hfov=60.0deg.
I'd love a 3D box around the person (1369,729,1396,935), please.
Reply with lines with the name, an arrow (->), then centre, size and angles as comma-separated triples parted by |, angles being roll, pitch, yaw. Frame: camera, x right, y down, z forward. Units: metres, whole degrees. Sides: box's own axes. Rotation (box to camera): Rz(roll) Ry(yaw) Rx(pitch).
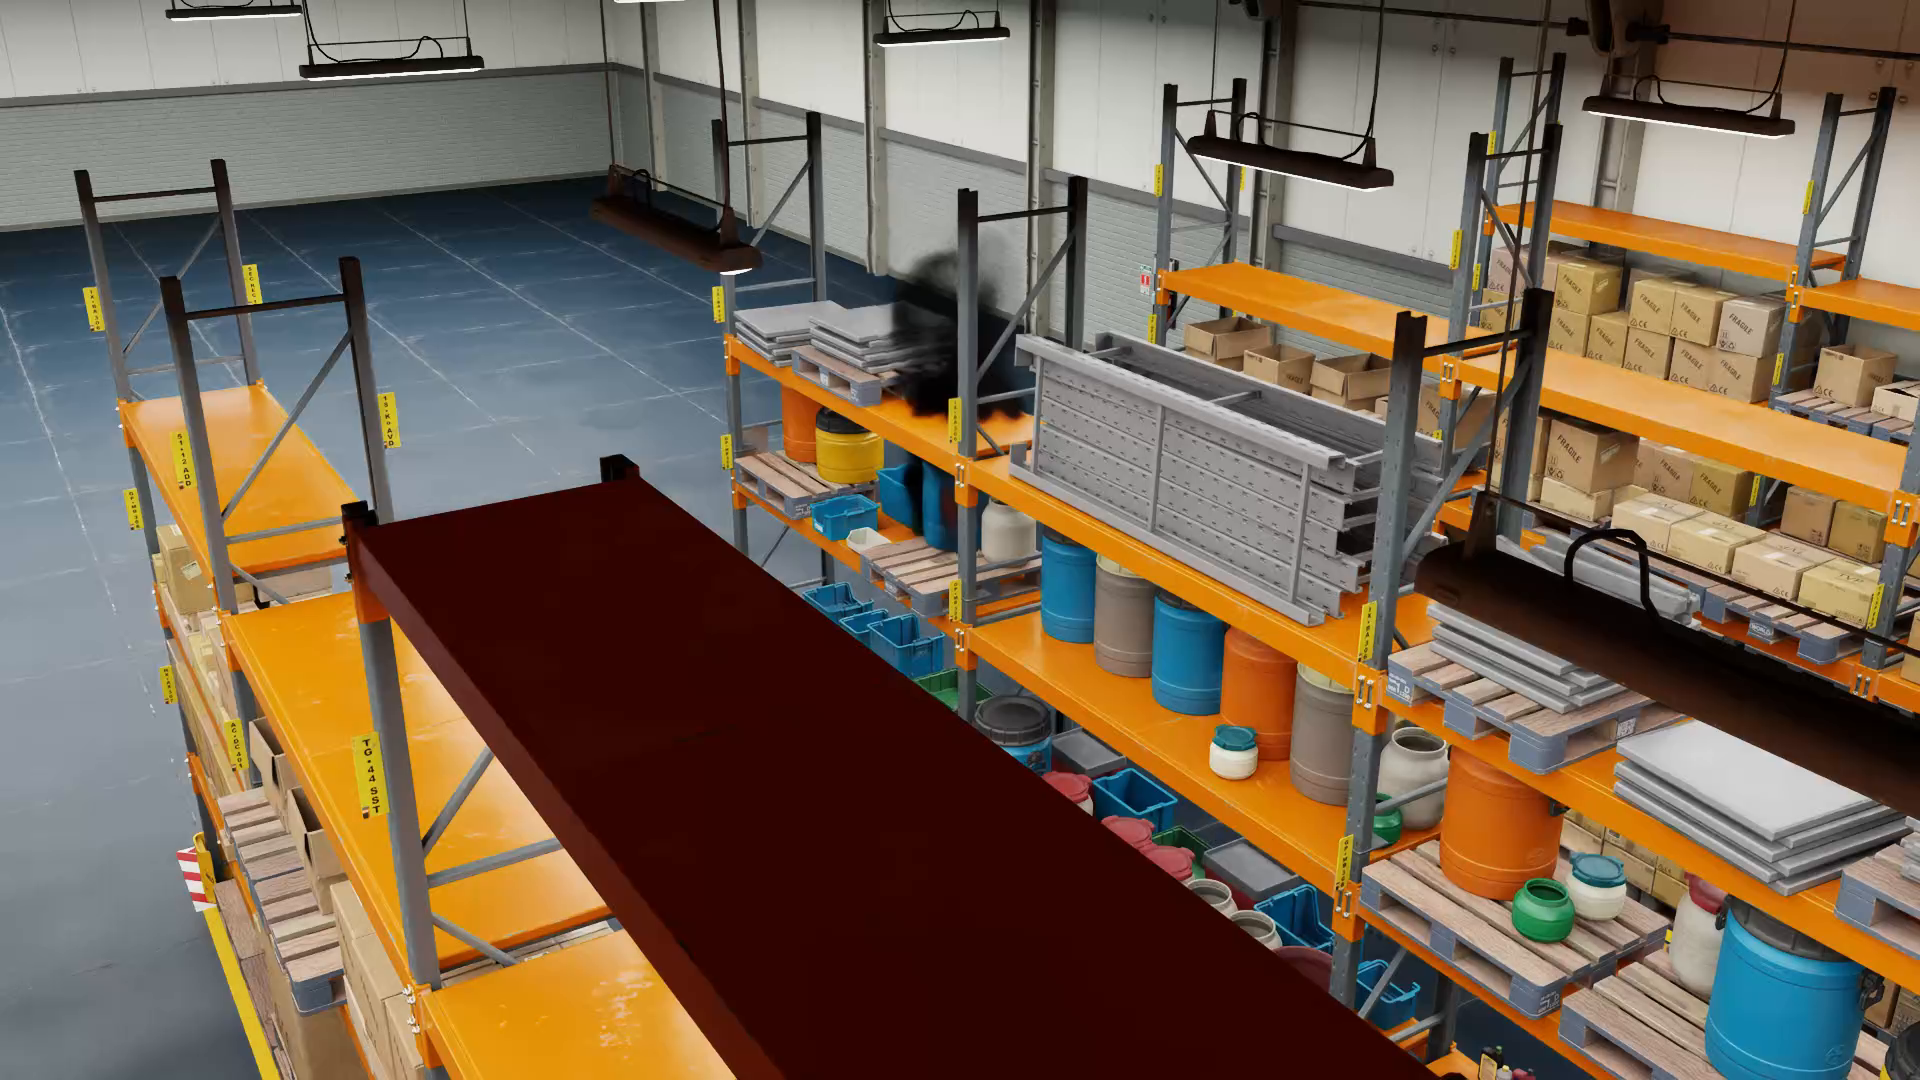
person -> 3.227, 2.220, 12.828 | 0.659, 1.737, 0.565 | -16, 27, -35
